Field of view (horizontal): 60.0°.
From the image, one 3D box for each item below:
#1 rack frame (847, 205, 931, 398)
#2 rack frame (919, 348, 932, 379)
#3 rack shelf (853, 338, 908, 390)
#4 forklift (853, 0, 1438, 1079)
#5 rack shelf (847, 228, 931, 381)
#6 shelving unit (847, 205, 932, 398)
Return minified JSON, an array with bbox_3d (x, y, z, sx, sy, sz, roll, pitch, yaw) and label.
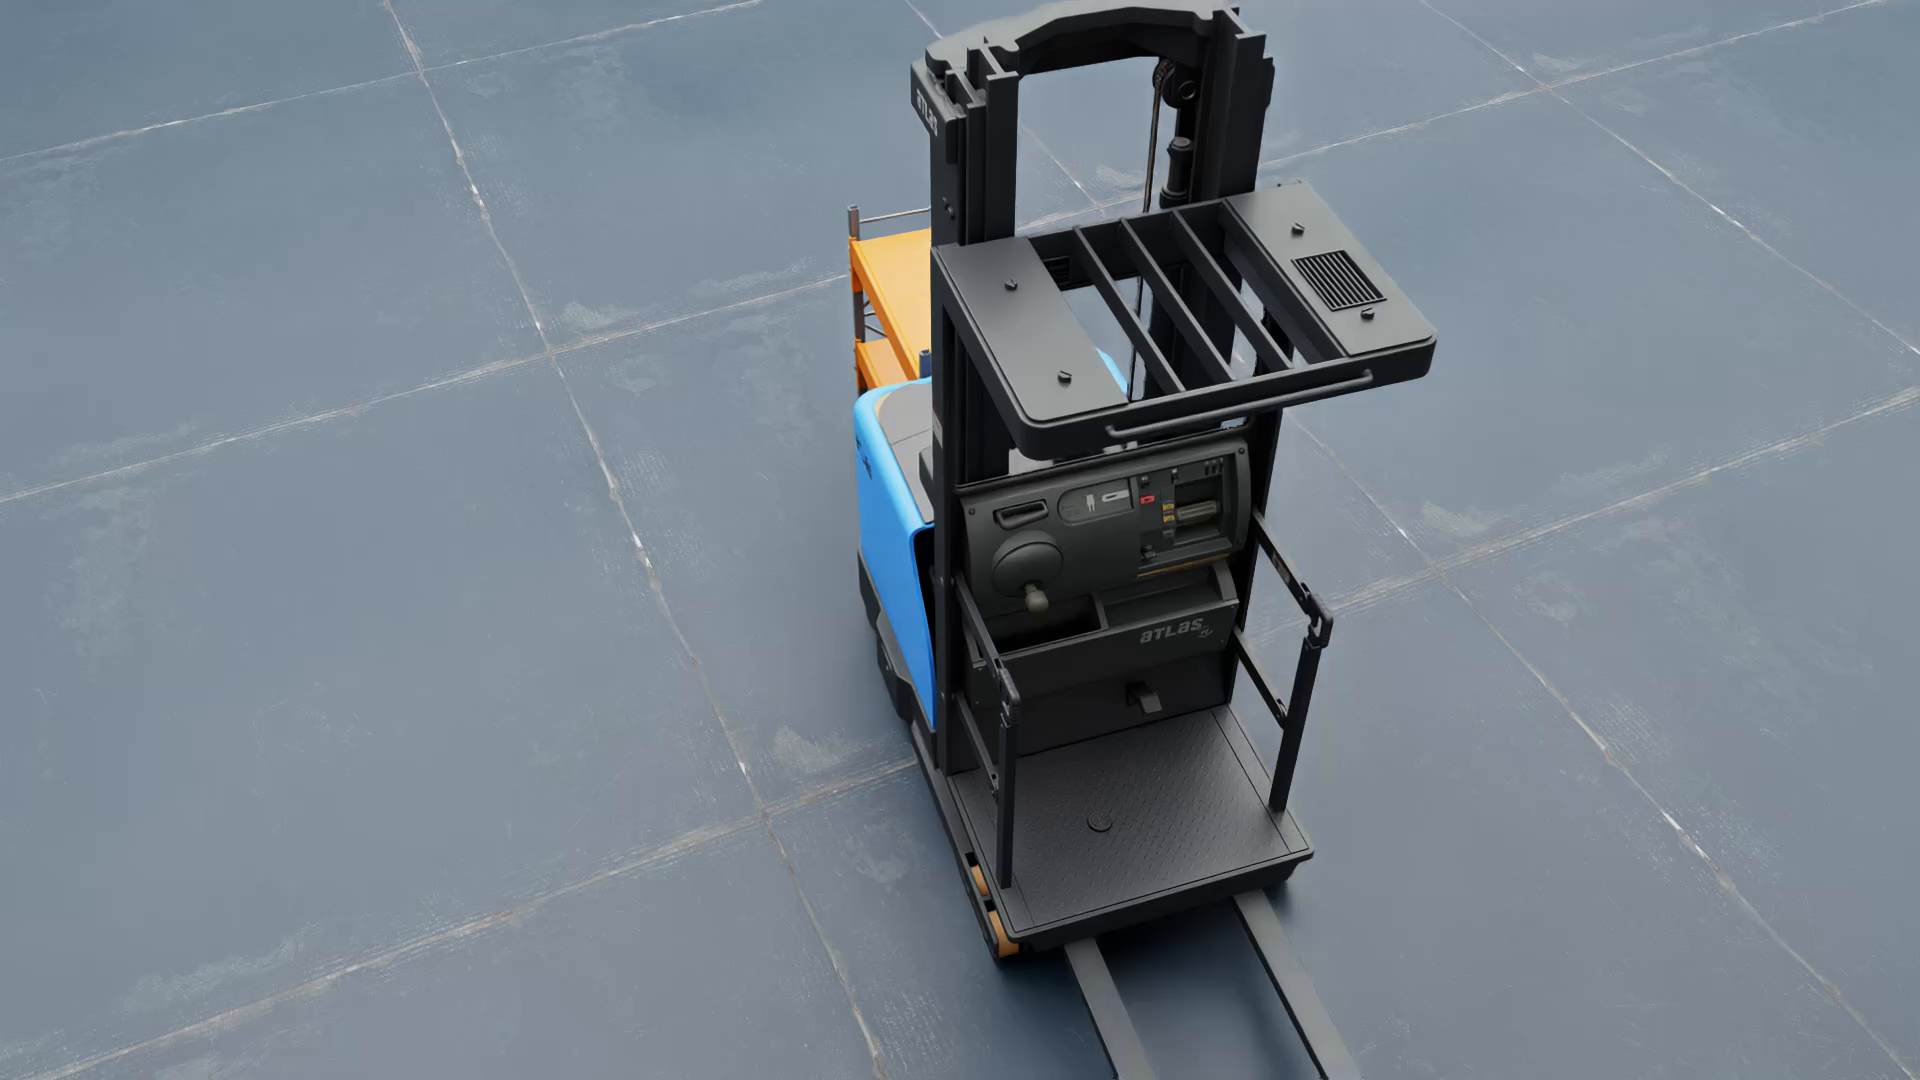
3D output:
[{"bbox_3d":[-0.227,-1.034,7.365,0.500,1.125,0.032,-13,46,-13],"label":"rack frame"},{"bbox_3d":[0.088,-0.355,6.677,0.500,1.125,0.032,-13,46,-13],"label":"rack frame"},{"bbox_3d":[-0.070,-0.520,7.193,0.538,0.278,1.000,-13,46,-13],"label":"rack shelf"},{"bbox_3d":[0.530,0.052,4.979,1.130,2.935,3.031,-13,46,-13],"label":"forklift"},{"bbox_3d":[-0.070,-0.902,6.816,0.538,0.278,1.000,-13,46,-13],"label":"rack shelf"},{"bbox_3d":[-0.070,-0.694,7.021,0.538,1.125,1.048,-13,46,-13],"label":"shelving unit"}]
